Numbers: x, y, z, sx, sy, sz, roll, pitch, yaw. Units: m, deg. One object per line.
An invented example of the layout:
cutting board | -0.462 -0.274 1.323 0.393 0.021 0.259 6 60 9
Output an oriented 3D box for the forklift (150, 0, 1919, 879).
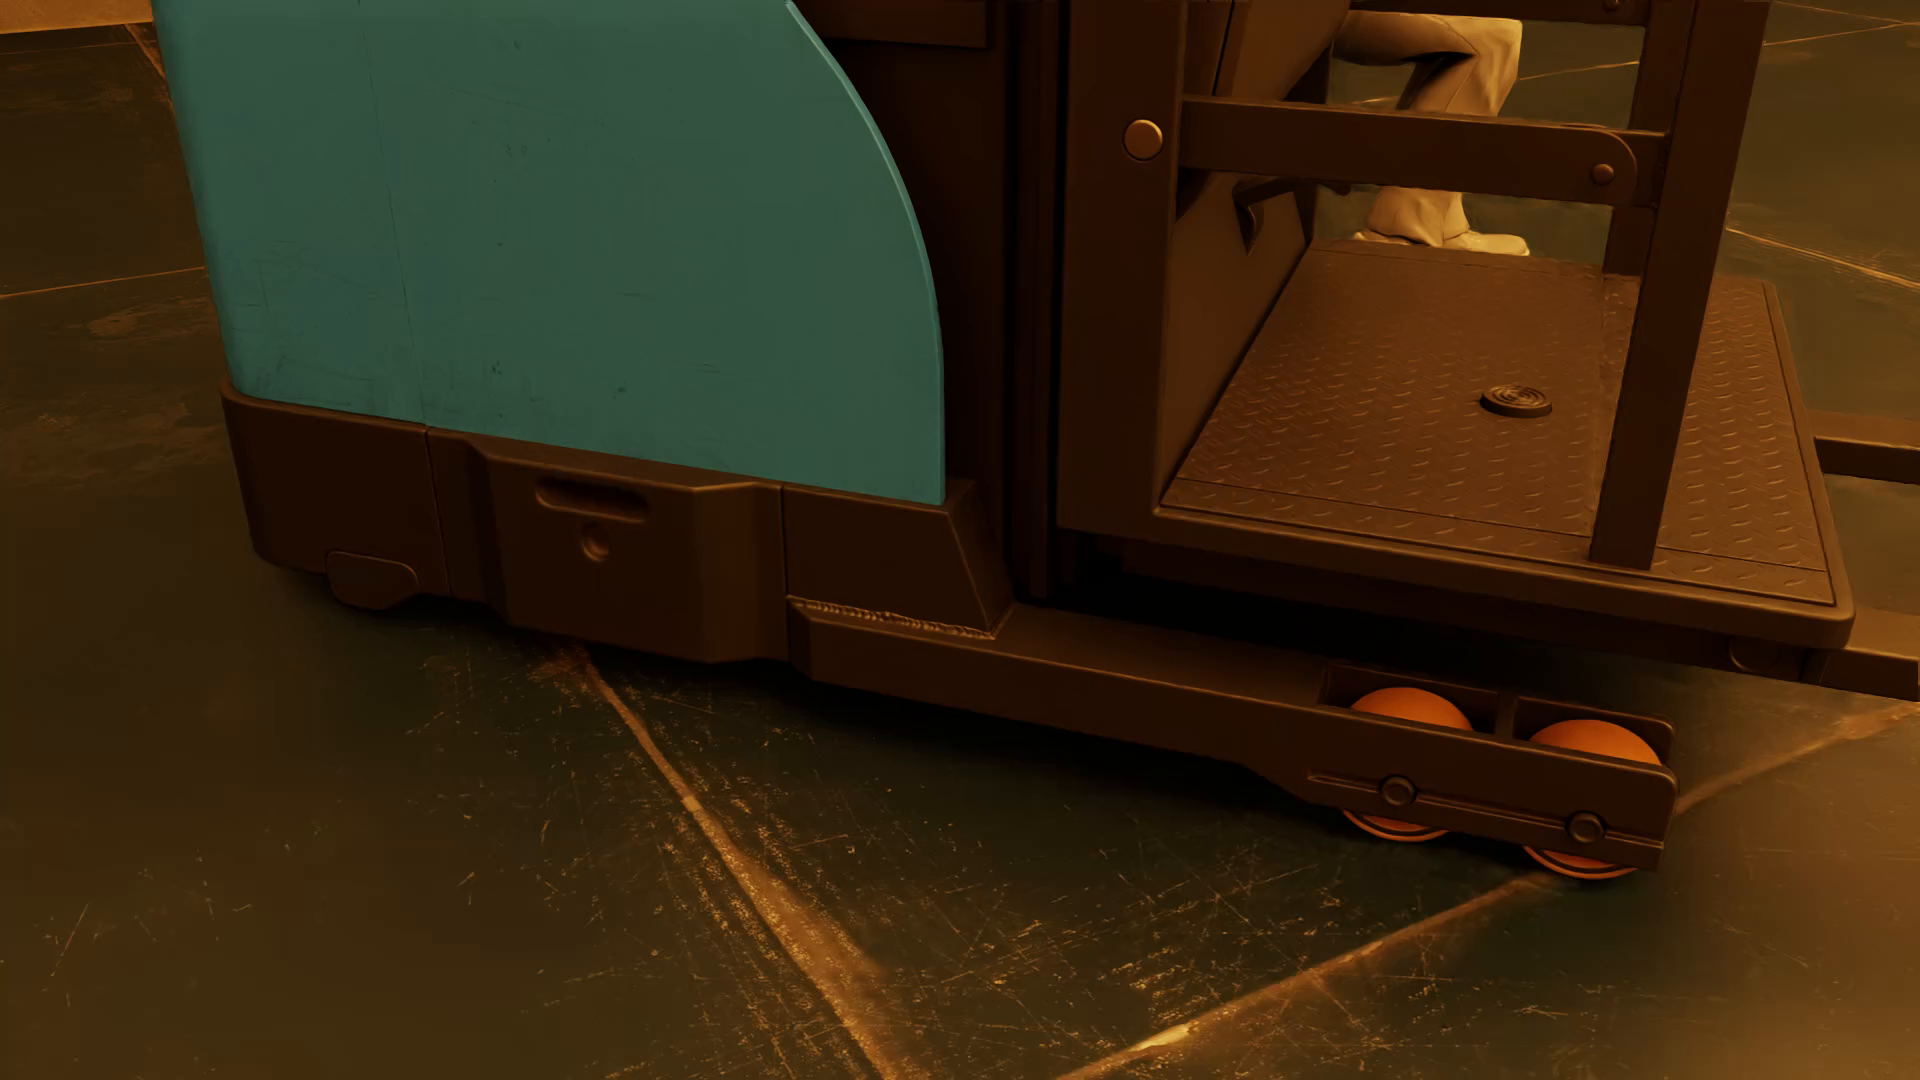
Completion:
forklift | 0.577 -1.216 1.657 3.031 2.935 1.130 9 28 17

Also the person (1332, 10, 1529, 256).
person | 0.853 -1.190 3.238 0.807 1.453 0.912 -2 27 -4
